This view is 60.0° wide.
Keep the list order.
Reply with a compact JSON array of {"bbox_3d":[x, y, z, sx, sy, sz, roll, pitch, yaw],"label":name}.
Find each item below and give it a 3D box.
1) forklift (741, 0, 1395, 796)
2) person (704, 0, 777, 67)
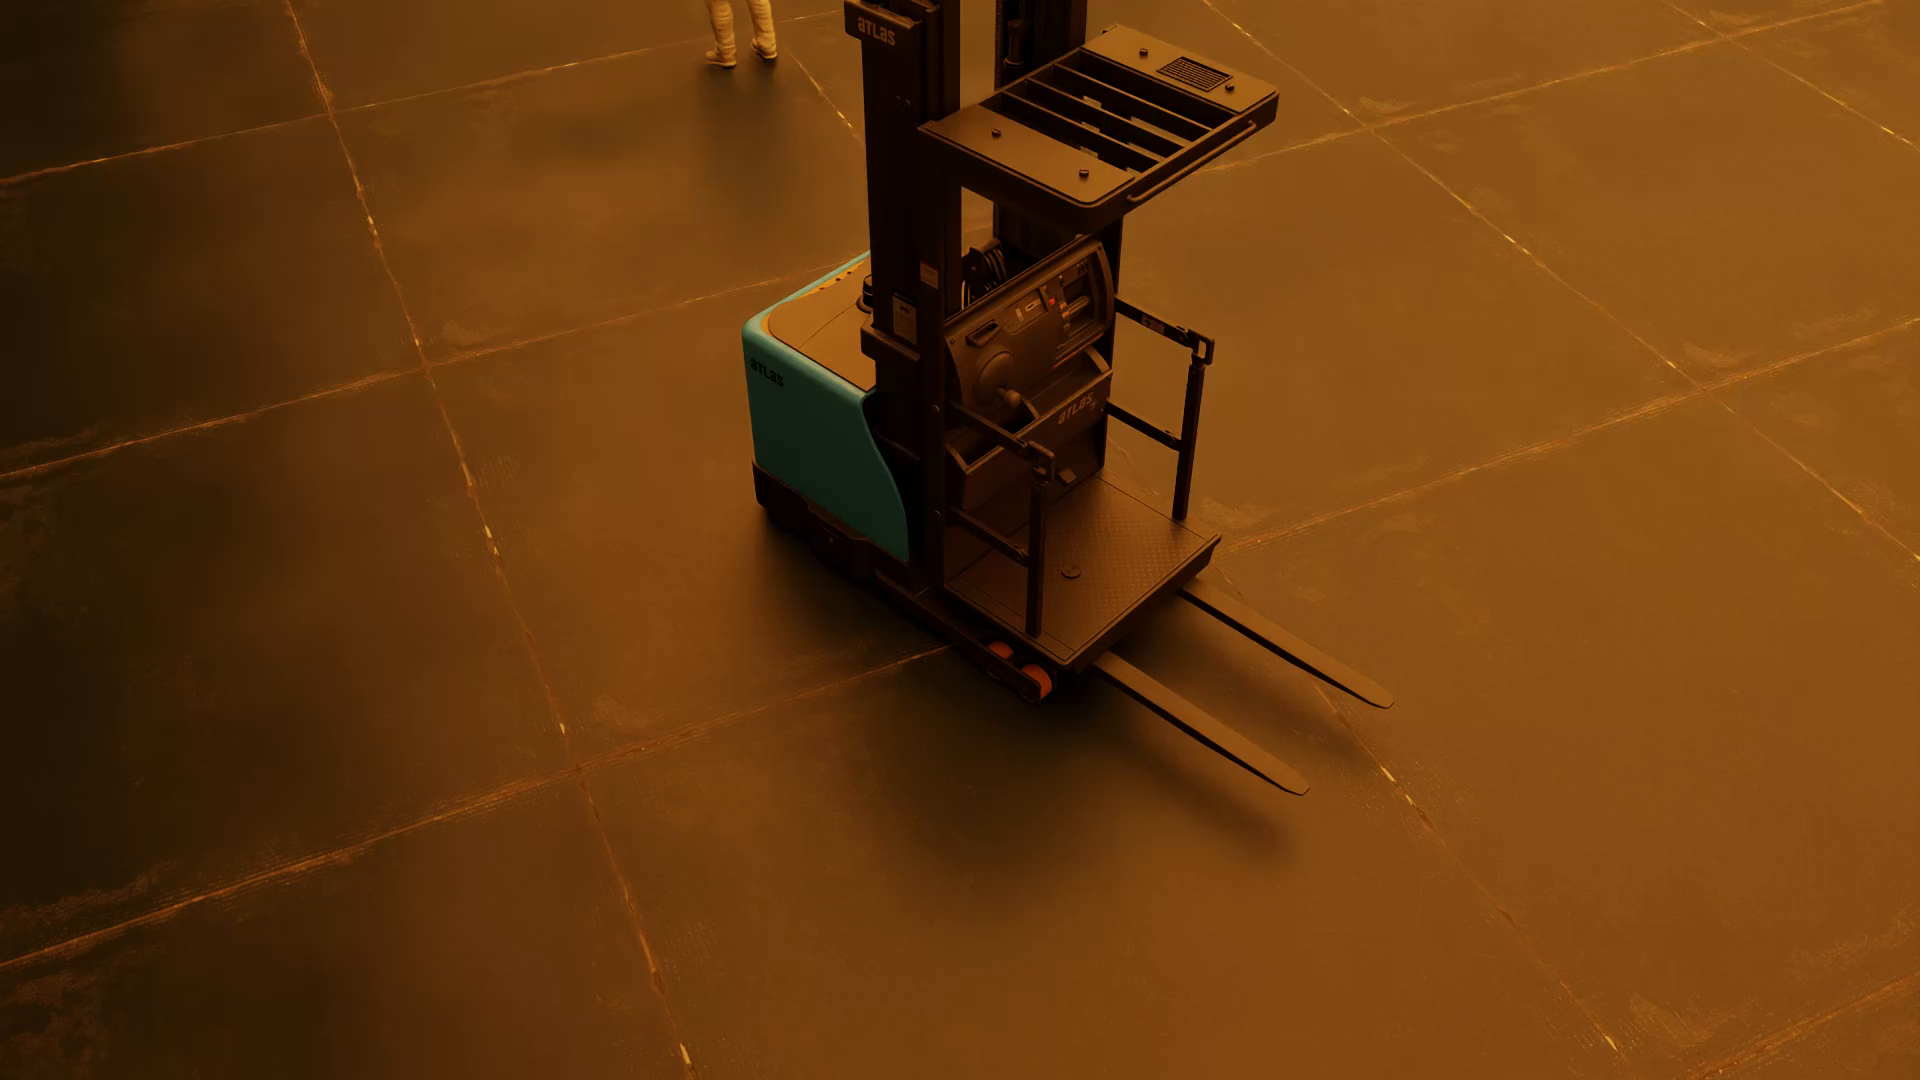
[{"bbox_3d":[0.445,-0.788,6.525,3.031,2.935,1.130,32,52,30],"label":"forklift"},{"bbox_3d":[-1.474,-3.855,10.754,0.558,1.688,0.470,-22,47,-22],"label":"person"}]
